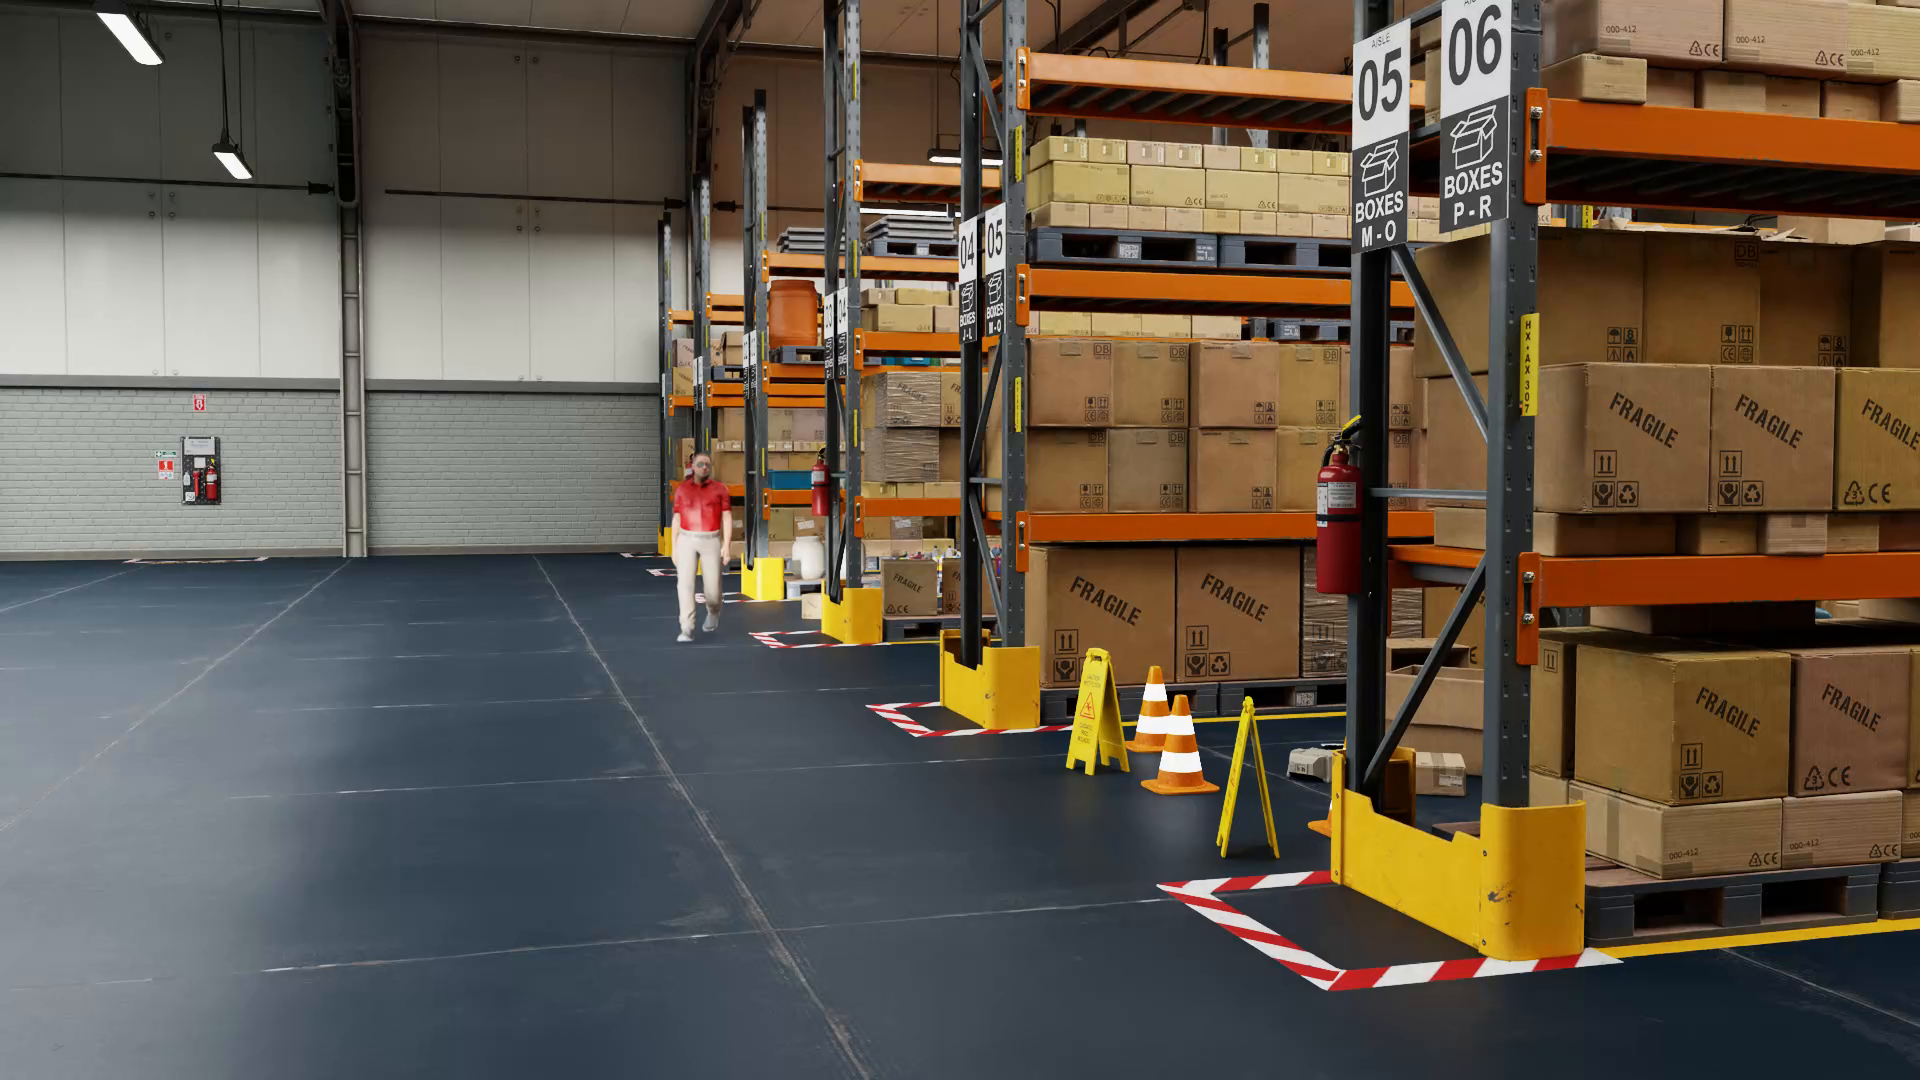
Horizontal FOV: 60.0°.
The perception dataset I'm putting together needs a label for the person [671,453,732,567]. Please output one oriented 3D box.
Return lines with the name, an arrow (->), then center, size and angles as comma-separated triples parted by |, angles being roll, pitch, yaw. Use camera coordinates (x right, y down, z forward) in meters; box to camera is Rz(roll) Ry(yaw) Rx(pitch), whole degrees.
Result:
person -> -2.365, -0.270, 15.152 | 0.567, 1.041, 0.339 | 0, 3, -3
